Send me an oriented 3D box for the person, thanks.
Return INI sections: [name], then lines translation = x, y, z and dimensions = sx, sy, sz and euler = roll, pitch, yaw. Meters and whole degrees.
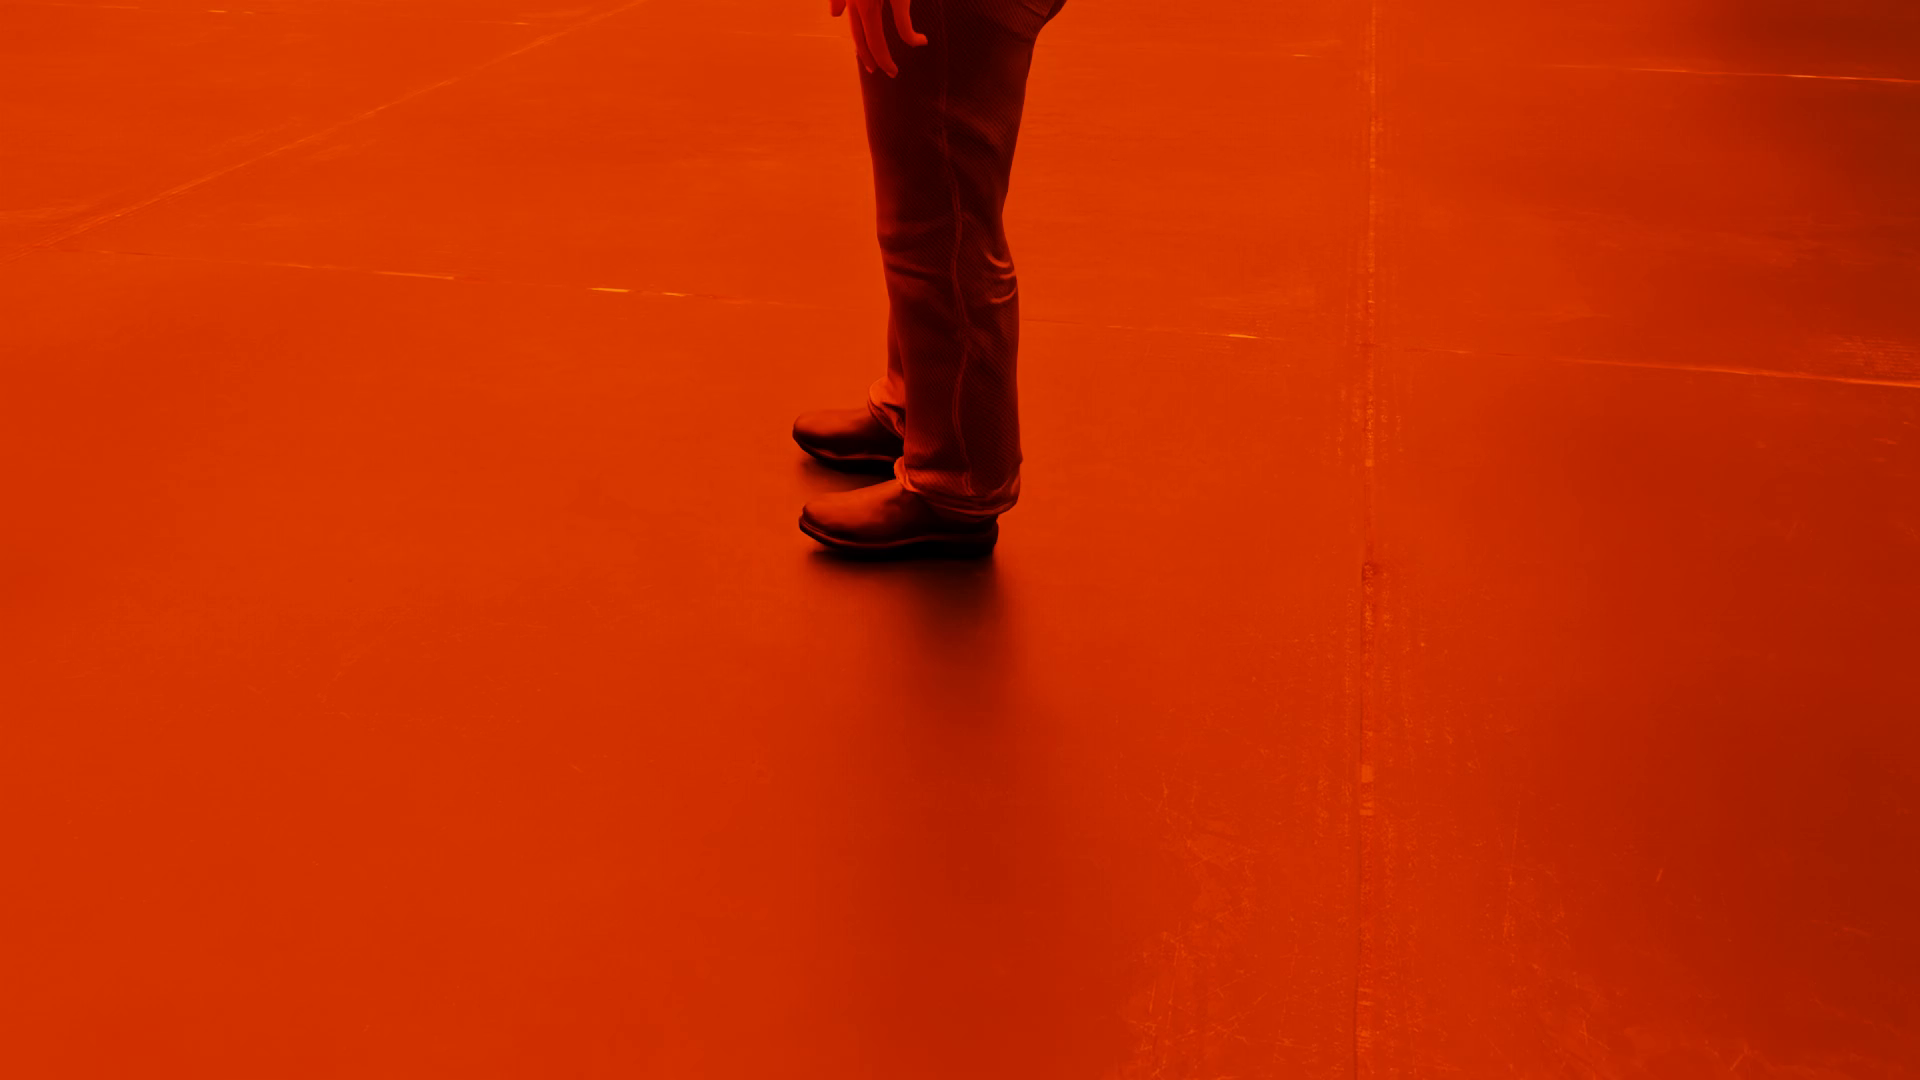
[person]
translation = -0.060, -0.785, 2.127
dimensions = 0.566, 1.722, 0.634
euler = 6, 27, 11
